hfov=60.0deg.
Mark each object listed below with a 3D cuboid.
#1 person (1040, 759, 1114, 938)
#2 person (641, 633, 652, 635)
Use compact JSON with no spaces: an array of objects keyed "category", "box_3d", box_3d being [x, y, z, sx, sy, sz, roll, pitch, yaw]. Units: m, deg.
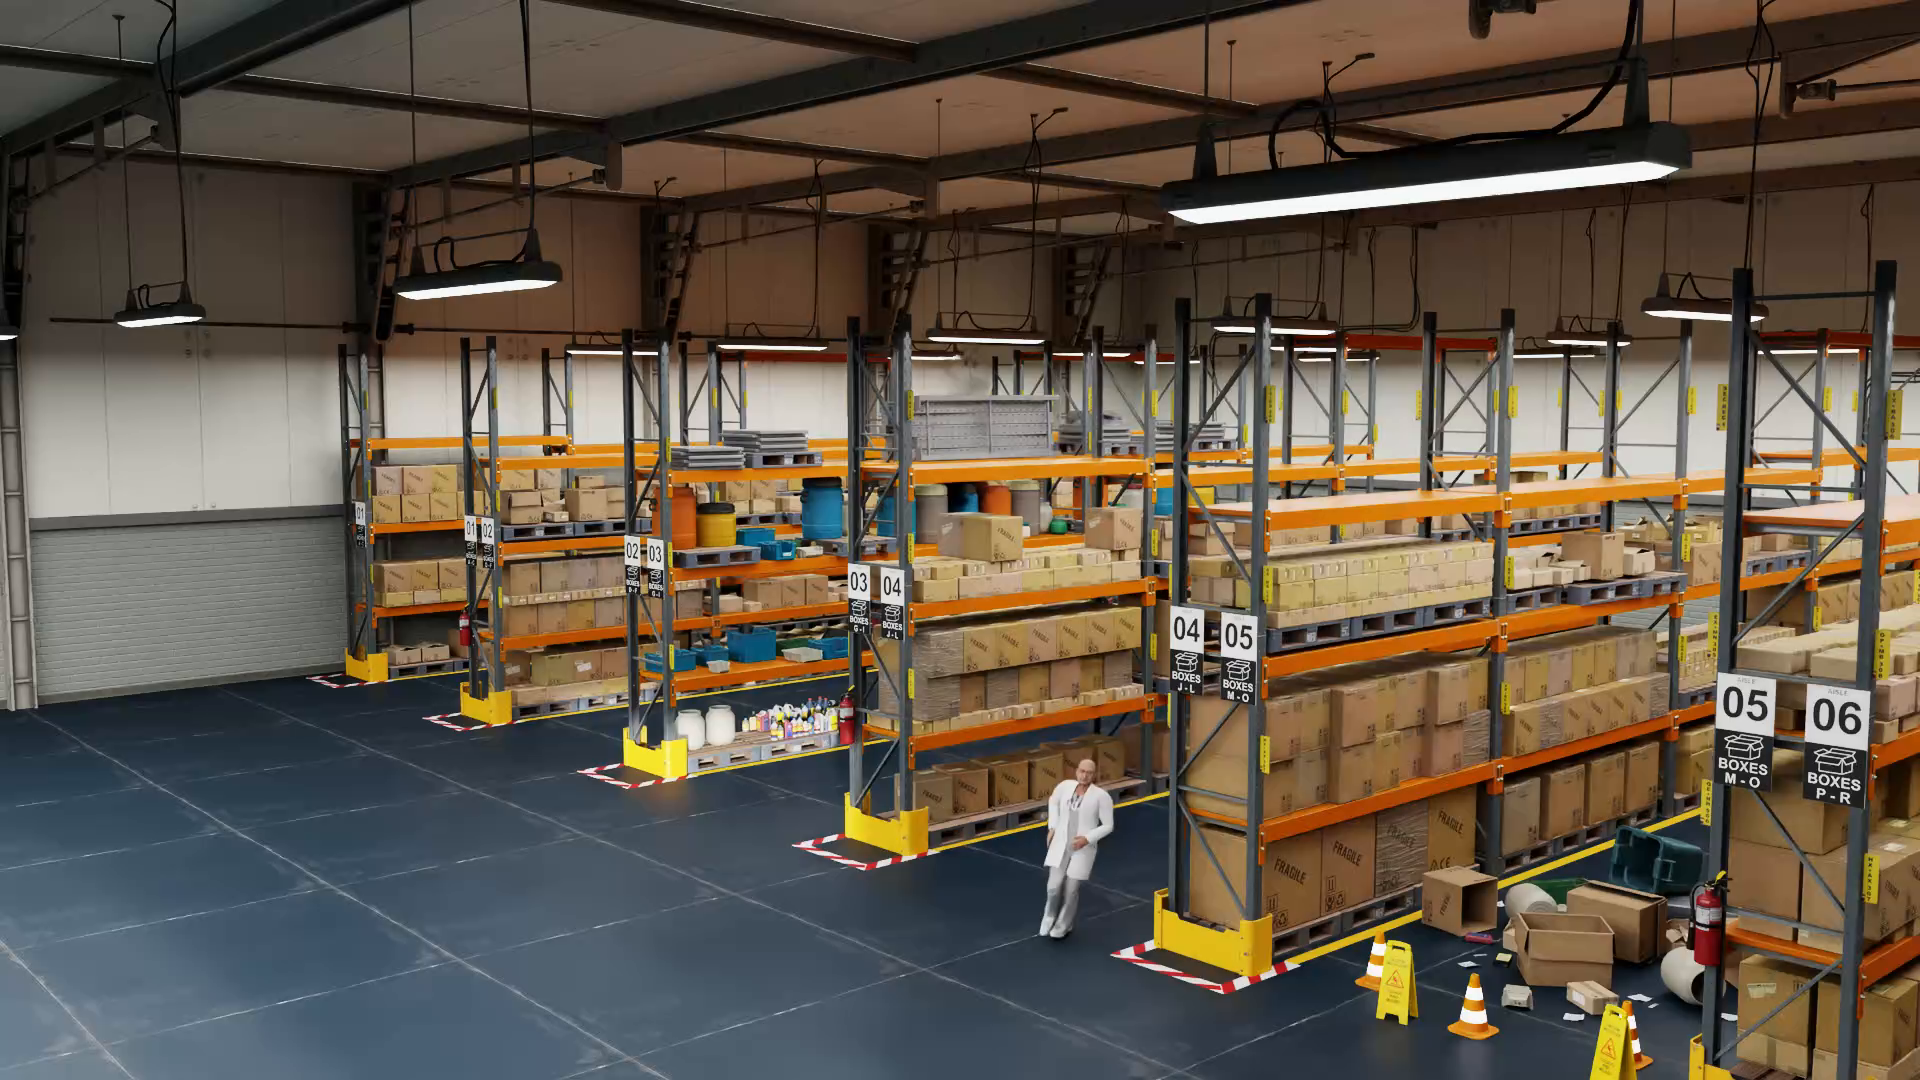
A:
[{"category":"person","box_3d":[1.082,2.905,15.569,0.722,1.729,0.609,2,5,18]},{"category":"person","box_3d":[-5.705,1.553,30.568,0.654,1.823,0.853,4,7,39]}]
